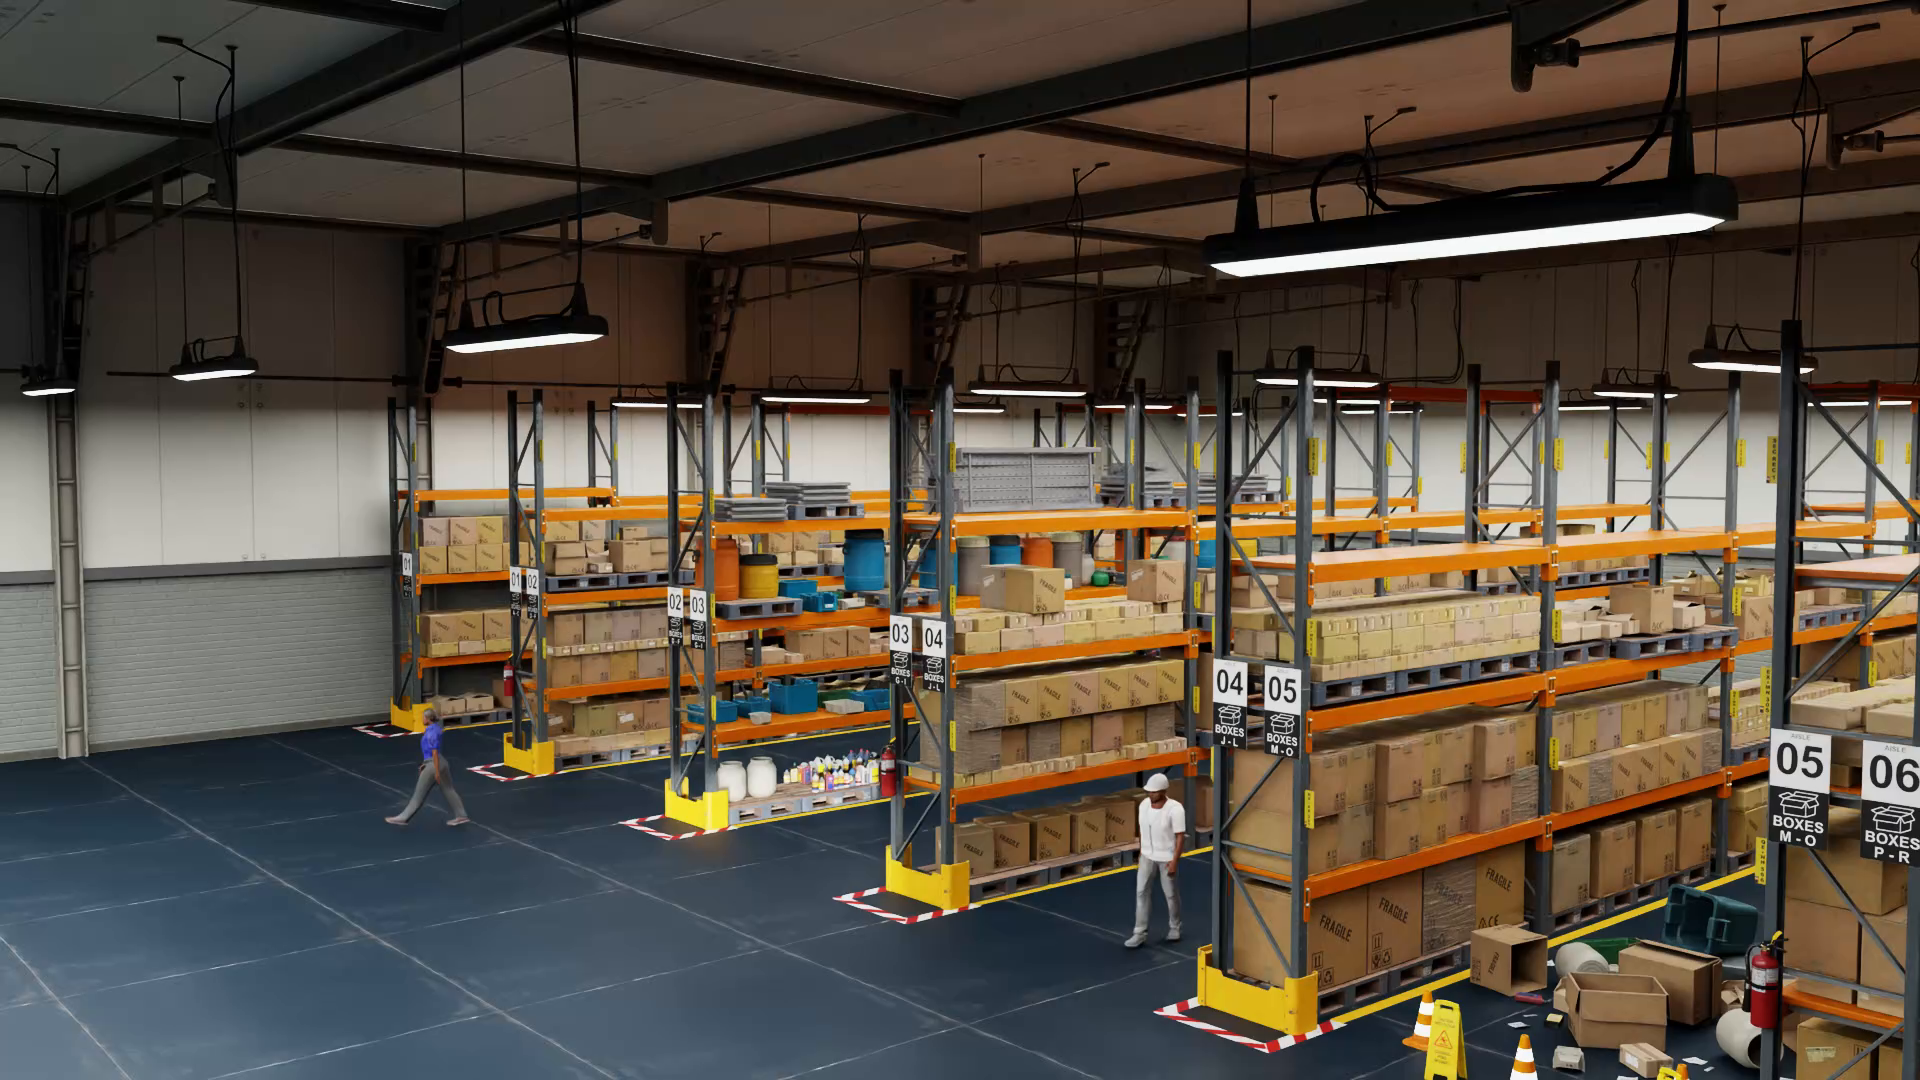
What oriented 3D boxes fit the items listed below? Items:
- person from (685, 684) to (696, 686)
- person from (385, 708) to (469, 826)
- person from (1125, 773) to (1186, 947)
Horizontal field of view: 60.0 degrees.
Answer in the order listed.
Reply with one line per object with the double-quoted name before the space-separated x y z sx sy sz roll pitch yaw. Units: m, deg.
"person" -4.999 2.581 30.088 0.511 1.605 1.004 2 4 33
"person" -7.143 3.043 22.314 1.045 1.597 0.474 0 3 2
"person" 2.036 3.274 17.134 0.627 1.756 0.757 3 4 40
